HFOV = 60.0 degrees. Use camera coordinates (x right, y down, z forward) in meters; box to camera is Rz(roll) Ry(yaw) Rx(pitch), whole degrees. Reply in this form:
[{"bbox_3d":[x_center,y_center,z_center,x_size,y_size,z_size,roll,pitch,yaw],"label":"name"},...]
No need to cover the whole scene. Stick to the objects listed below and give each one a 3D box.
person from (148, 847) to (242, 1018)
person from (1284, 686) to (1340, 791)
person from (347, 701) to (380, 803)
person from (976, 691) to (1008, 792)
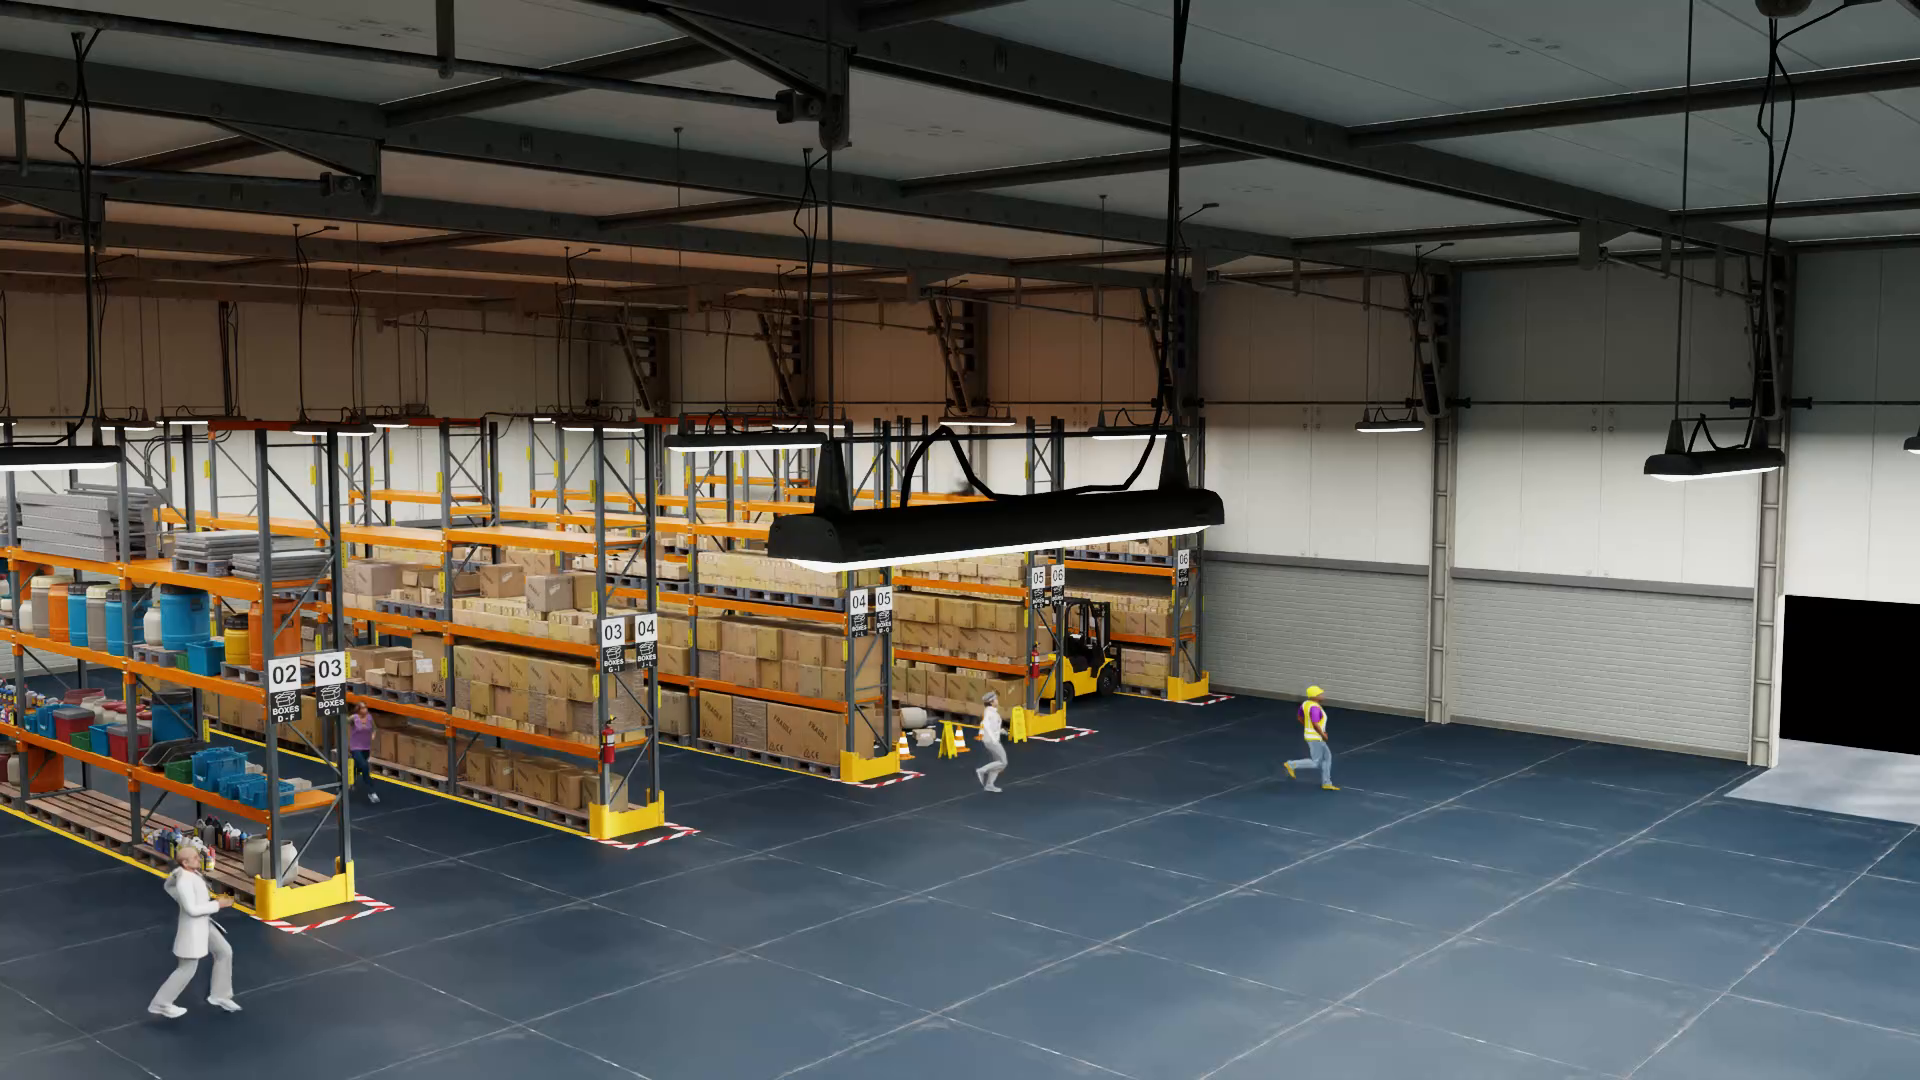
[{"bbox_3d":[-7.894,4.047,17.104,0.868,1.813,0.723,-1,5,-16],"label":"person"},{"bbox_3d":[5.743,3.241,27.082,0.944,1.740,0.680,0,5,2],"label":"person"},{"bbox_3d":[-9.561,3.336,26.481,0.929,1.597,0.557,4,6,41],"label":"person"},{"bbox_3d":[0.522,3.266,26.991,0.526,1.658,0.670,0,5,-2],"label":"person"}]
